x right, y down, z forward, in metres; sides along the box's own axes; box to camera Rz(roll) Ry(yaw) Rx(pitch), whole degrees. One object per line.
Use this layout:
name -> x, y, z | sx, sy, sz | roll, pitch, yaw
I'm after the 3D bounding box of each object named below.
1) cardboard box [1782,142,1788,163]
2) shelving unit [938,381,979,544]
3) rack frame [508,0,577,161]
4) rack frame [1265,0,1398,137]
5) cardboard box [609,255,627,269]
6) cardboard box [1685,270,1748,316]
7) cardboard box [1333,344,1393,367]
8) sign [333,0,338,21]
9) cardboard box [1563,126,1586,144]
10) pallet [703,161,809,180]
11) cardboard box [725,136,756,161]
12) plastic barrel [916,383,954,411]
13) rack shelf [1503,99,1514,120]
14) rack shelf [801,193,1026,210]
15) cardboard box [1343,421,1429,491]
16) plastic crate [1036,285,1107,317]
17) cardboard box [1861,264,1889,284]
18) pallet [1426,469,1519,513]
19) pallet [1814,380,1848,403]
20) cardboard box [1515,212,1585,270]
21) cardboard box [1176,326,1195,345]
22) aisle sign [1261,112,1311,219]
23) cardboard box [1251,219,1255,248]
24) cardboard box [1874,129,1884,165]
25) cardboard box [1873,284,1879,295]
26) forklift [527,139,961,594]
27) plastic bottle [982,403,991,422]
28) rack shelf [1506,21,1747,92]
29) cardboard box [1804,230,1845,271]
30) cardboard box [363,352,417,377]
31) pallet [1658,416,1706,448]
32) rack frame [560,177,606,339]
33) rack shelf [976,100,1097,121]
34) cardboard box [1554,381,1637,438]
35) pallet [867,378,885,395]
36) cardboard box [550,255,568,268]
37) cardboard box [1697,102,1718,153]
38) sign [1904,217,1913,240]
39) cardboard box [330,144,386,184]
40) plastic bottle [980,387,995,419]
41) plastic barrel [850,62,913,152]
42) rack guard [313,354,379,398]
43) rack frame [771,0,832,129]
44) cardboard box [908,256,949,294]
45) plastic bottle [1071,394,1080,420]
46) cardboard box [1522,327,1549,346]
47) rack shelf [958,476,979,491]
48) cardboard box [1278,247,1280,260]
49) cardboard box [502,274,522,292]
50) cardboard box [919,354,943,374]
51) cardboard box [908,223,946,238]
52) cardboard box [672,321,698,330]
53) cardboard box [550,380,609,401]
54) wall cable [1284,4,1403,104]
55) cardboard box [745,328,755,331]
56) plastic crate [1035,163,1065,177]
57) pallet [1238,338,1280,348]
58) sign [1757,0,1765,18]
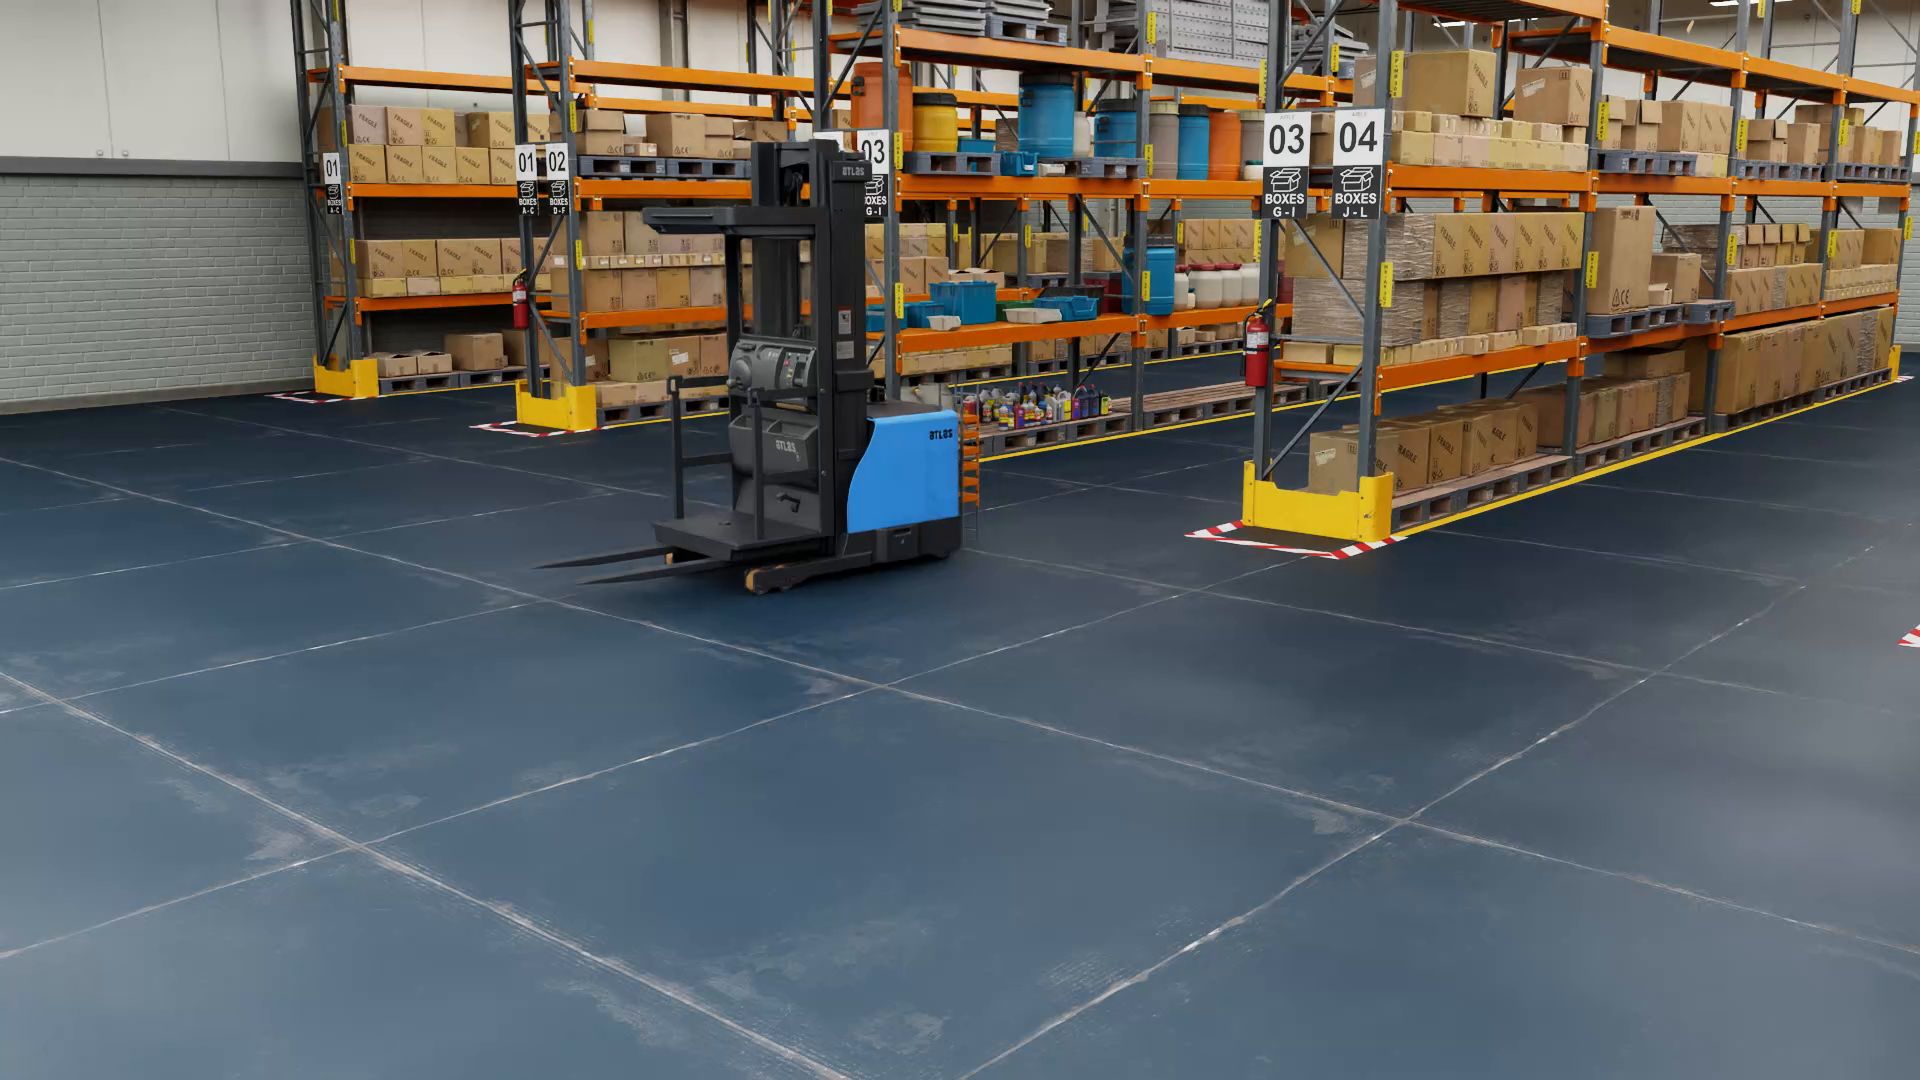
cardboard box -> 9.872, -4.785, 20.505 | 0.500, 0.311, 0.500 | 9, 14, 38
shelving unit -> -0.010, -0.586, 12.583 | 0.258, 1.200, 0.189 | 10, 15, 40
rack frame -> -4.697, -5.759, 18.569 | 1.000, 3.000, 0.127 | 10, 15, 40
rack frame -> 2.742, -4.477, 12.154 | 1.000, 3.000, 0.127 | 10, 15, 40
cardboard box -> -4.104, -3.253, 19.429 | 0.380, 0.149, 0.250 | 9, 15, 39
cardboard box -> 8.548, -2.798, 18.806 | 0.500, 0.500, 0.500 | 10, 15, 42
cardboard box -> 3.109, -1.424, 12.821 | 0.380, 0.149, 0.250 | 10, 15, 40
sign -> -8.013, -6.825, 21.322 | 0.100, 0.325, 0.005 | 10, 15, 40
cardboard box -> 5.385, -3.632, 14.943 | 0.380, 0.149, 0.250 | 10, 15, 42
pallet -> -2.600, -4.704, 21.173 | 1.003, 0.211, 1.213 | 10, 15, 40
cardboard box -> -2.943, -4.988, 21.165 | 0.500, 0.311, 0.500 | 9, 14, 37
plastic barrel -> -0.271, -1.342, 17.053 | 0.421, 0.512, 0.421 | 0, 11, 0
rack shelf -> 8.263, -6.629, 25.782 | 1.077, 0.370, 4.000 | 10, 15, 40
rack shelf -> -0.736, -4.818, 23.353 | 1.077, 0.370, 4.000 | 10, 15, 40
cardboard box -> 3.536, -0.698, 13.857 | 0.500, 0.500, 0.500 | -7, 13, -33
plastic crate -> 1.221, -2.673, 18.597 | 0.767, 0.338, 0.504 | 10, 15, 40
cardboard box -> 12.848, -3.782, 23.611 | 0.500, 0.250, 0.500 | 9, 15, 39
pallet -> 4.160, -0.473, 14.540 | 1.003, 0.211, 1.213 | 10, 15, 40
pallet -> 11.224, -2.035, 22.363 | 1.003, 0.211, 1.213 | 10, 15, 40
cardboard box -> 5.292, -2.708, 15.041 | 0.500, 0.500, 0.500 | 10, 15, 40
cardboard box -> 3.664, -3.513, 28.385 | 0.500, 0.311, 0.500 | 10, 15, 40
aisle sign -> 2.476, -2.840, 12.635 | 0.394, 0.787, 0.004 | 10, 15, 40
cardboard box -> 5.106, -5.458, 29.571 | 0.500, 0.500, 0.500 | 10, 15, 42
cardboard box -> 12.539, -5.514, 23.418 | 0.700, 0.500, 0.500 | 9, 14, 38
cardboard box -> 12.643, -3.521, 23.323 | 0.380, 0.149, 0.250 | 9, 15, 39
forklift -> -1.438, -1.195, 11.210 | 3.031, 2.935, 1.130 | -10, 15, -40
plastic bottle -> 0.289, -1.387, 18.018 | 0.097, 0.201, 0.097 | 0, 11, 0
rack shelf -> 6.703, -4.811, 16.683 | 1.077, 0.370, 4.000 | 10, 15, 40
cardboard box -> 11.172, -3.779, 21.680 | 0.500, 0.500, 0.500 | 10, 15, 40
cardboard box -> -7.896, -2.444, 23.032 | 0.500, 0.311, 0.500 | 8, 14, 34
pallet -> 7.506, -1.230, 18.333 | 1.003, 0.211, 1.213 | 10, 15, 40
rack frame -> -5.780, -4.045, 25.307 | 1.000, 3.000, 0.127 | 10, 15, 40
rack shelf -> 1.904, -6.681, 26.045 | 1.077, 0.370, 4.000 | 10, 15, 40
cardboard box -> 6.502, -1.352, 17.079 | 0.700, 0.500, 0.500 | 8, 14, 36
pallet -> -1.599, -2.152, 22.944 | 1.003, 0.211, 1.213 | 10, 15, 40
cardboard box -> -4.588, -3.265, 19.488 | 0.380, 0.149, 0.250 | 9, 15, 39
cardboard box -> 7.566, -4.298, 17.383 | 0.500, 0.500, 0.500 | 10, 15, 40
sign -> 13.702, -4.501, 24.029 | 0.100, 0.325, 0.005 | 10, 15, 40
cardboard box -> -8.012, -5.004, 22.139 | 0.500, 0.500, 0.500 | 10, 15, 42
plastic bottle -> 0.289, -1.498, 18.195 | 0.144, 0.351, 0.185 | 11, 15, 43
plastic barrel -> -0.753, -4.151, 16.011 | 0.600, 0.830, 0.708 | 10, 15, 40
rack guard -> -8.370, -2.242, 22.661 | 1.175, 0.500, 0.348 | 10, 15, 40
rack frame -> -2.056, -6.347, 21.515 | 1.000, 3.000, 0.127 | 10, 15, 40
cardboard box -> -0.511, -3.794, 23.793 | 0.500, 0.500, 0.500 | 9, 14, 37
plastic bottle -> 1.250, -1.459, 18.167 | 0.133, 0.283, 0.061 | -11, 16, -44
cardboard box -> 4.998, -1.816, 14.784 | 0.380, 0.149, 0.250 | 10, 15, 40
rack shelf -> -0.010, -0.425, 12.615 | 0.258, 0.103, 0.180 | 10, 15, 40
cardboard box -> 5.434, -5.042, 30.042 | 0.500, 0.500, 0.500 | 10, 15, 41
cardboard box -> -6.520, -3.725, 24.032 | 0.500, 0.250, 0.500 | 10, 15, 40
cardboard box -> -0.589, -2.517, 23.601 | 0.500, 0.250, 0.500 | 10, 15, 41
cardboard box -> -0.615, -5.693, 30.576 | 0.500, 0.250, 0.500 | 10, 15, 42
cardboard box -> -4.636, -3.298, 26.824 | 0.700, 0.500, 0.500 | 10, 15, 41
cardboard box -> -4.565, -1.792, 19.971 | 0.500, 0.250, 0.500 | 10, 15, 40
wall cable -> 8.176, -10.143, 35.552 | 3.097, 2.526, 0.112 | 10, 15, 40
cardboard box -> -2.537, -2.462, 21.414 | 0.500, 0.500, 0.500 | 10, 15, 40
plastic crate -> 0.906, -3.818, 17.182 | 0.243, 0.136, 0.396 | 10, 15, 40
pallet -> 5.289, -3.675, 30.572 | 1.003, 0.211, 1.213 | 10, 15, 40
sign -> 10.263, -6.854, 21.263 | 0.100, 0.325, 0.005 | 10, 15, 40
